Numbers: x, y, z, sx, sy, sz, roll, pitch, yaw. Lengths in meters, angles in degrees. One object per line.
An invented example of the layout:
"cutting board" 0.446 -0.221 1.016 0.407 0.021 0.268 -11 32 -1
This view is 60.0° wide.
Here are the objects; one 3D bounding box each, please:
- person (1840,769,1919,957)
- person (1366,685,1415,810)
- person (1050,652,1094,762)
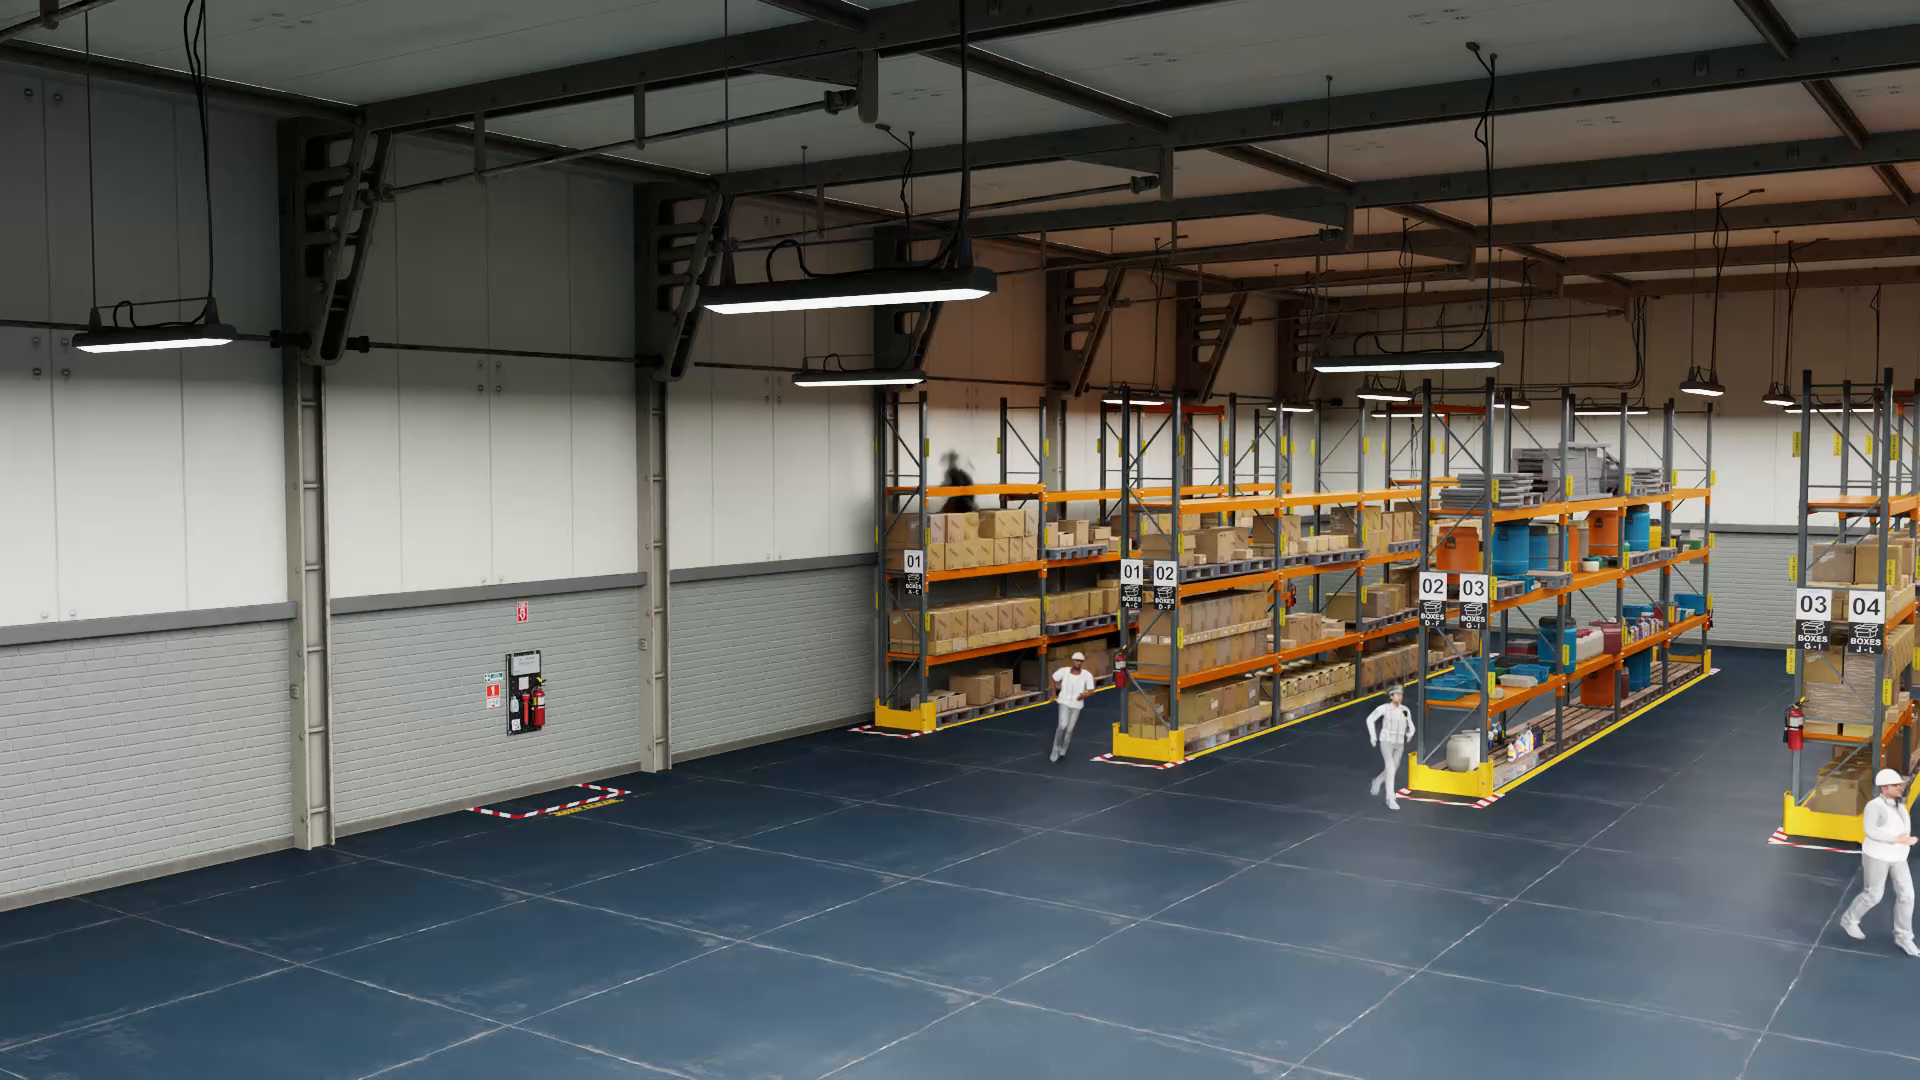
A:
"person" 9.229 3.197 16.623 0.668 1.839 0.775 -1 3 -24
"person" 6.087 2.877 23.342 0.646 1.685 0.803 -1 3 -12
"person" 1.785 2.662 26.626 0.721 1.745 0.709 0 3 -2
